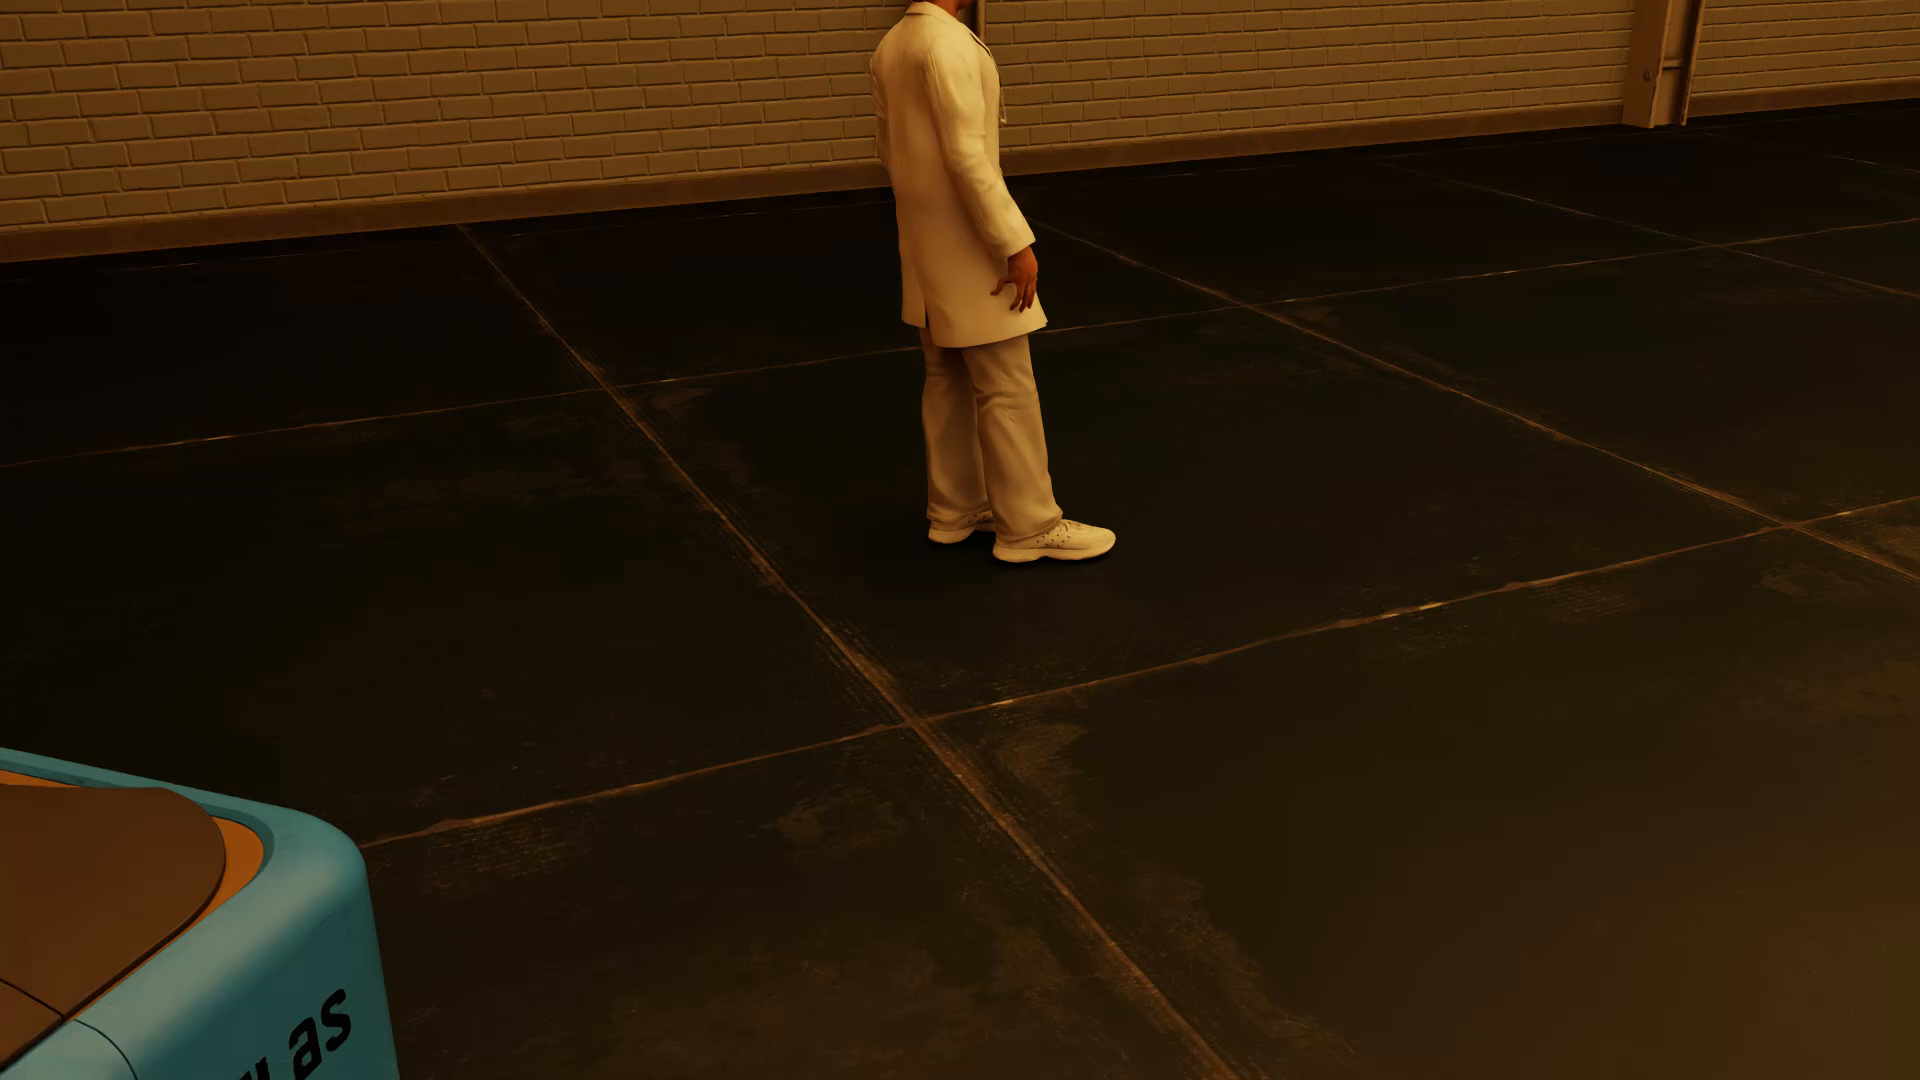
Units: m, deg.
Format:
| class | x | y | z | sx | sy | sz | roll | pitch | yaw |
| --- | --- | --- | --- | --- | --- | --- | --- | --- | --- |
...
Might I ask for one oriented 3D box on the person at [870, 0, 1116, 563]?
| class | x | y | z | sx | sy | sz | roll | pitch | yaw |
| --- | --- | --- | --- | --- | --- | --- | --- | --- | --- |
| person | 0.084 | -0.840 | 4.794 | 0.581 | 1.775 | 0.696 | -10 | 25 | -23 |
